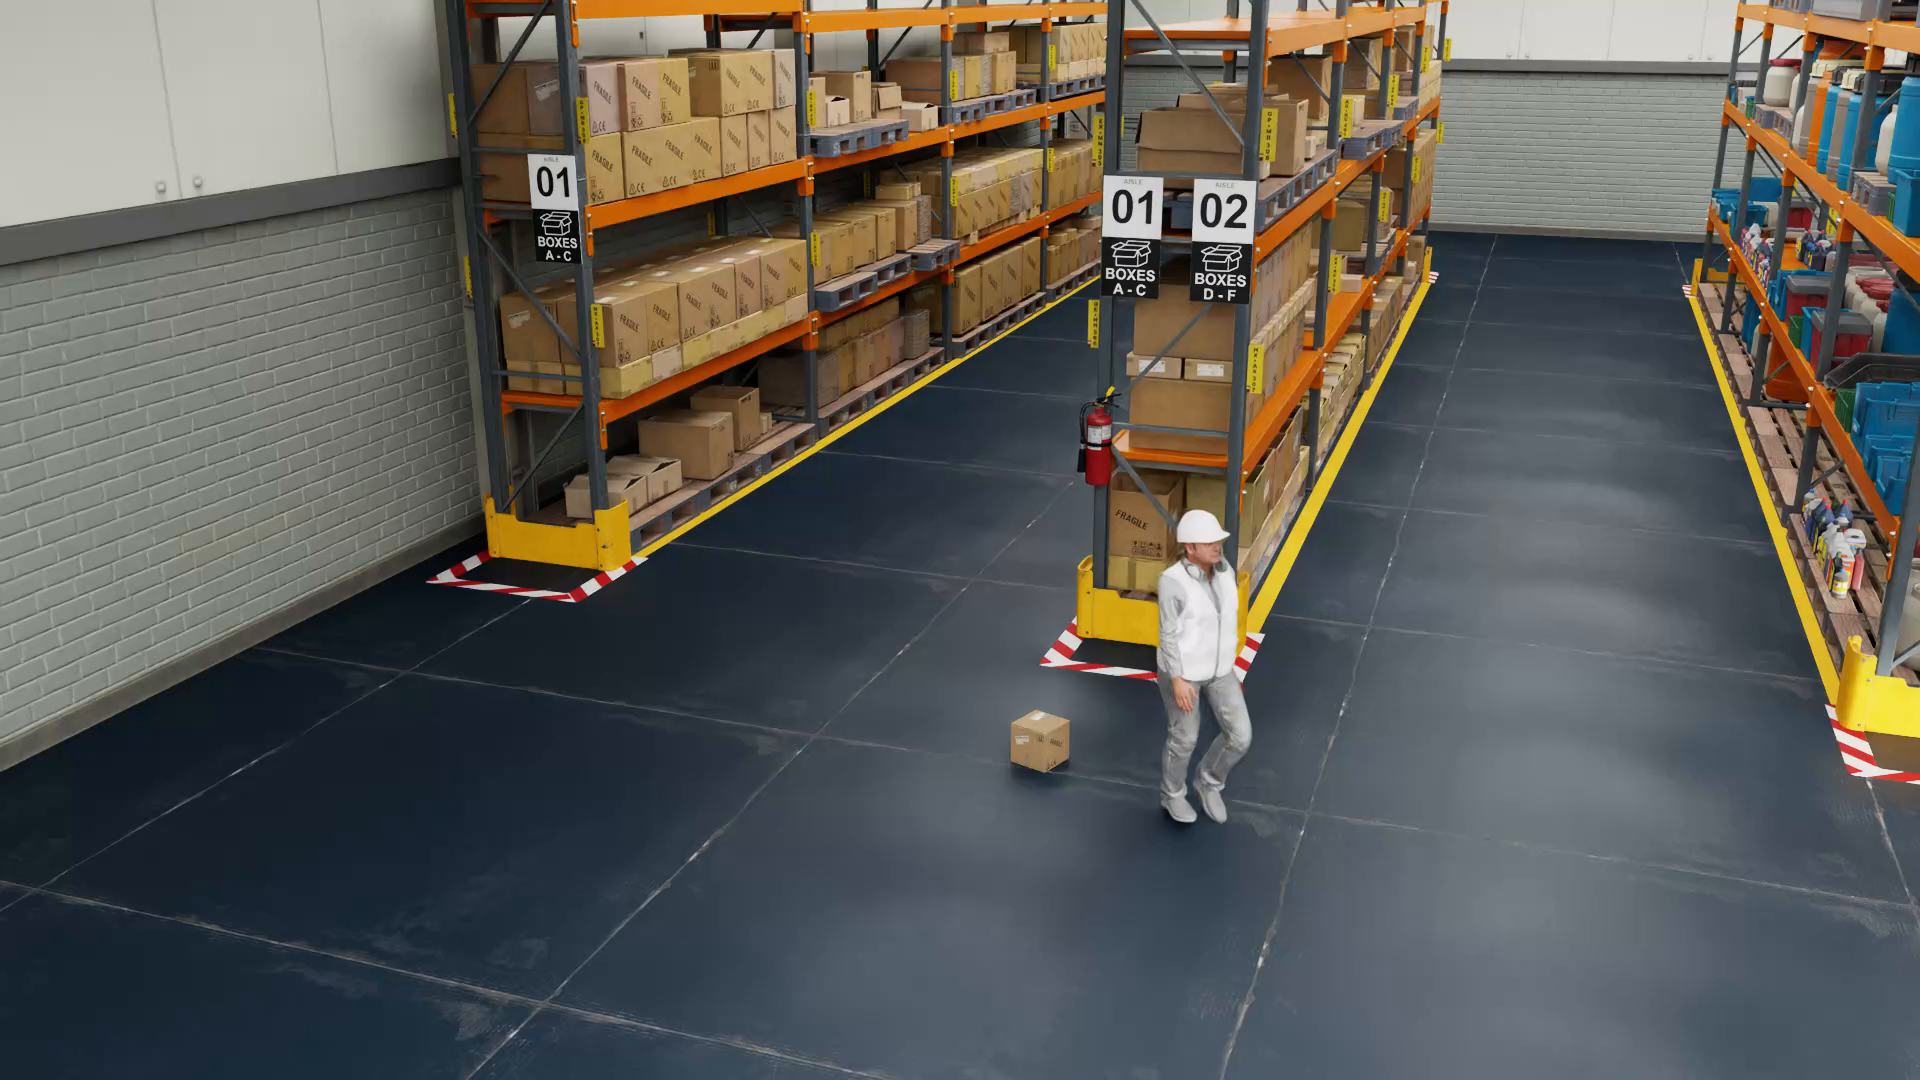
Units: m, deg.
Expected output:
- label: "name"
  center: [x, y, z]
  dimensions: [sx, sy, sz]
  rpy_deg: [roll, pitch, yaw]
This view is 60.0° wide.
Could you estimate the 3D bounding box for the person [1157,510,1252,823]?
- label: "person"
  center: [1.282, 0.710, 8.881]
  dimensions: [0.547, 1.809, 0.487]
  rpy_deg: [-10, 21, -27]
